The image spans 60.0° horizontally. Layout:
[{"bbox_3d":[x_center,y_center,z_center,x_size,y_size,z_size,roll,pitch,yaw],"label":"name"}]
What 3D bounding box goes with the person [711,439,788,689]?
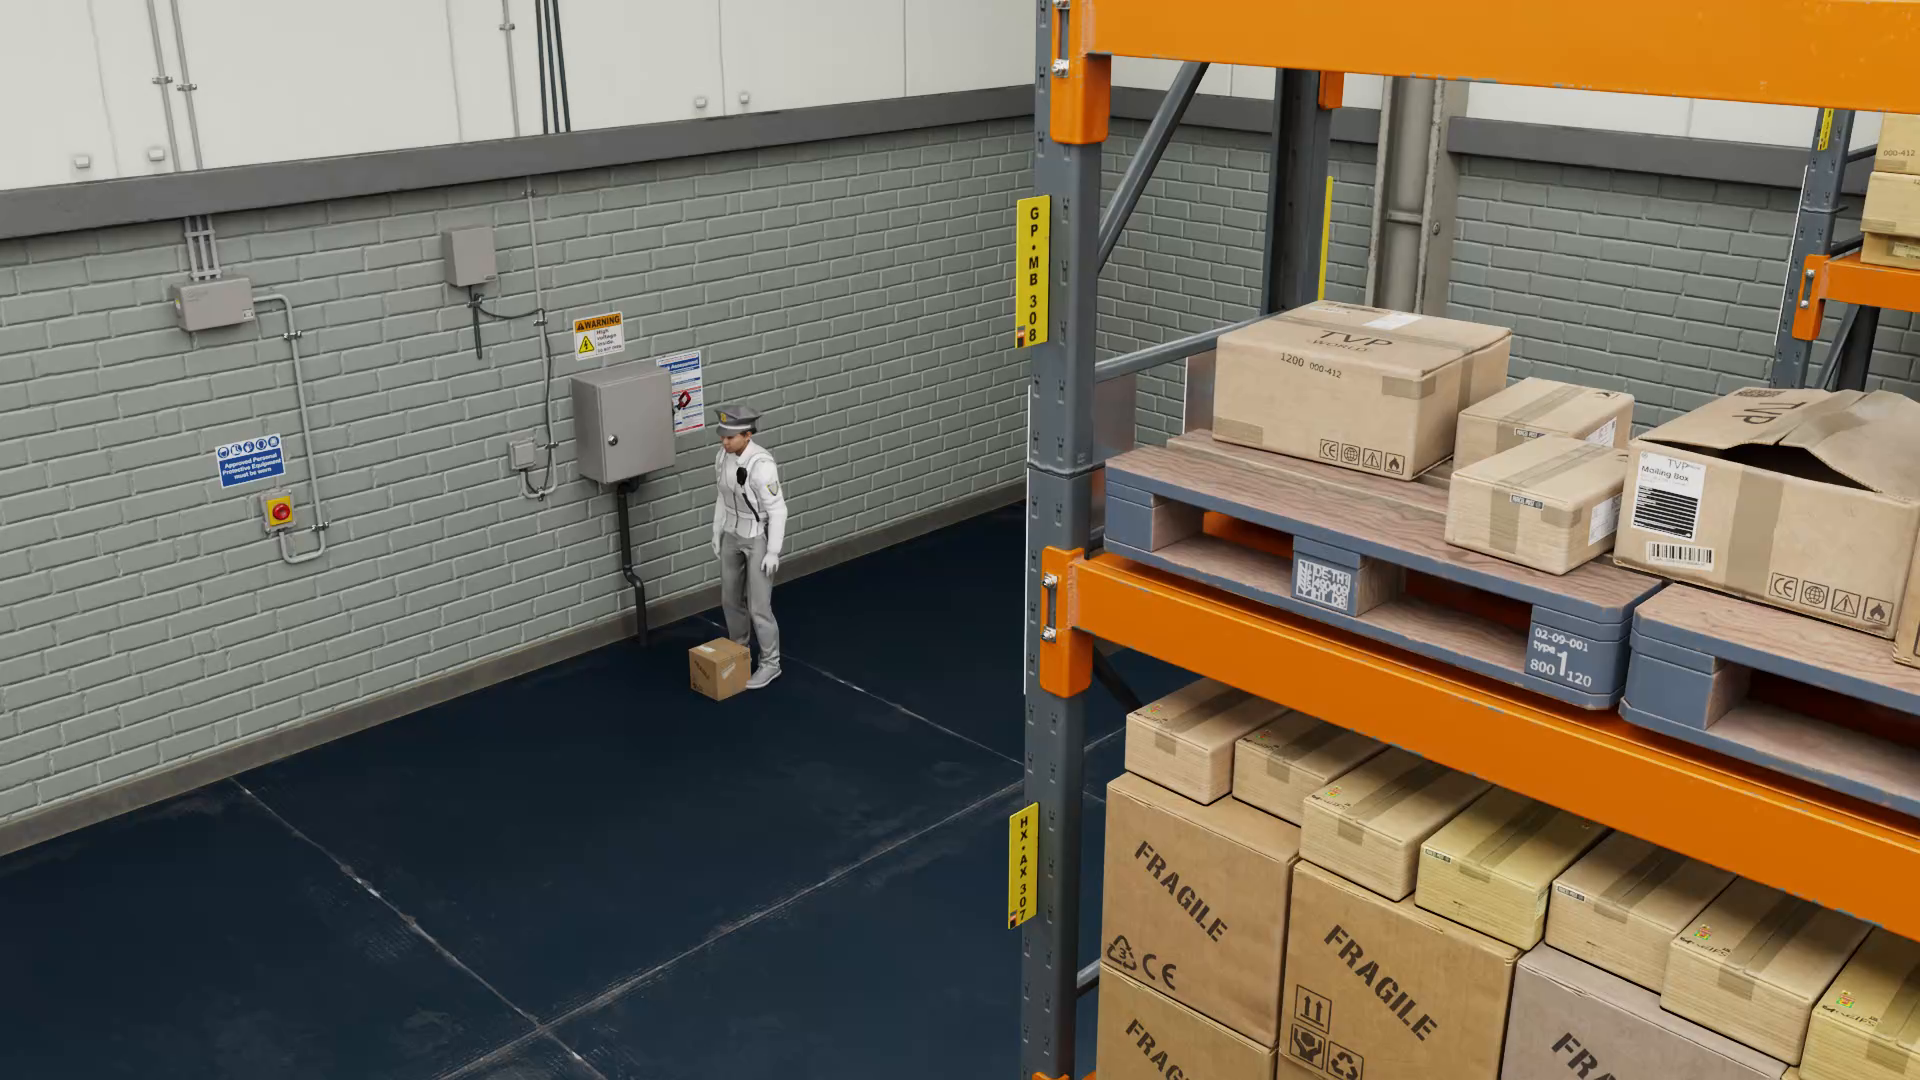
[{"bbox_3d":[-1.211,0.113,9.561,0.539,1.460,0.358,17,27,38],"label":"person"}]
